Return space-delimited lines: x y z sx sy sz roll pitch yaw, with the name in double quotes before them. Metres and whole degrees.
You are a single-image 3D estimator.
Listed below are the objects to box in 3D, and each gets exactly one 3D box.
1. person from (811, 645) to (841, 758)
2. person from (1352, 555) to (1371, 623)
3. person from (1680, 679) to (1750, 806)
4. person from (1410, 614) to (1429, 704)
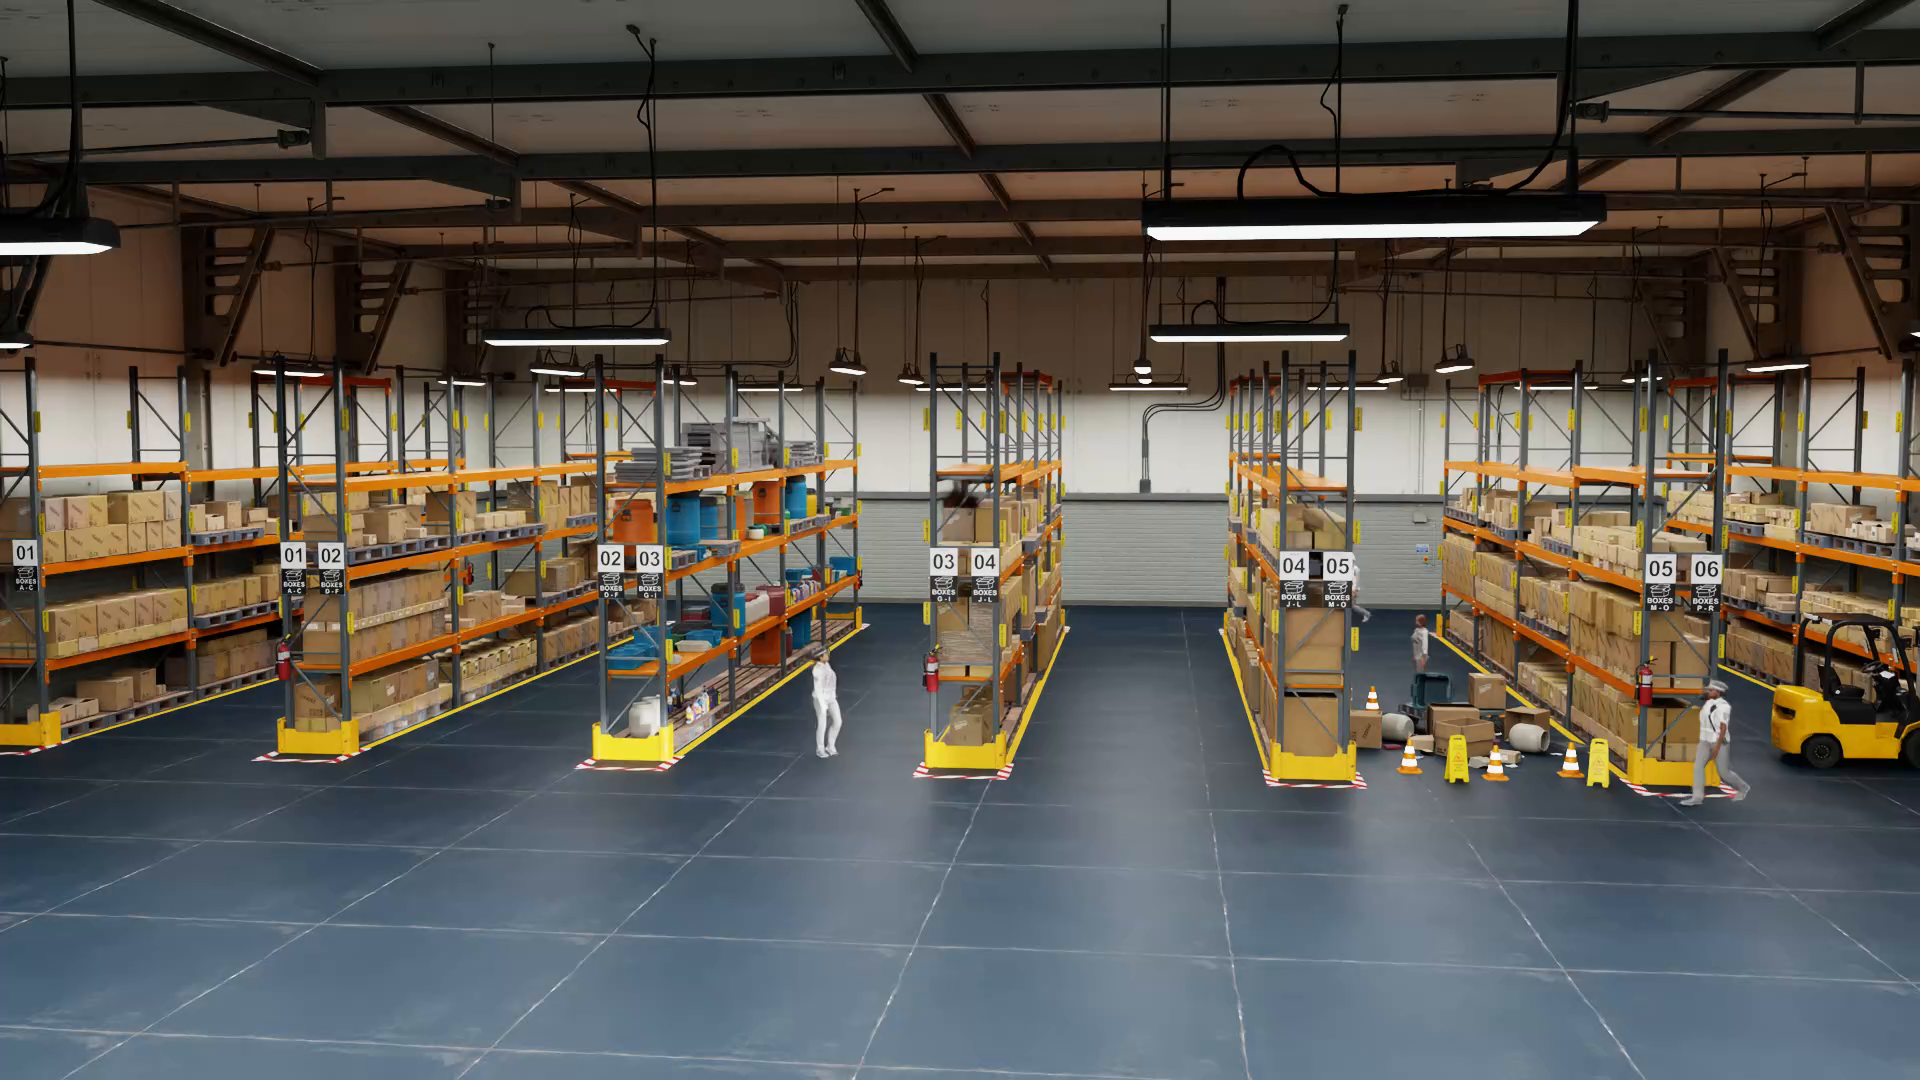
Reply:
"person" -2.005 2.435 24.938 0.420 1.741 0.551 3 5 37
"person" 9.709 1.217 41.118 0.856 1.739 0.564 0 4 -1
"person" 9.848 2.630 21.668 0.864 1.663 0.423 -1 4 -18
"person" 8.159 2.117 29.504 0.334 1.600 0.485 1 4 15
